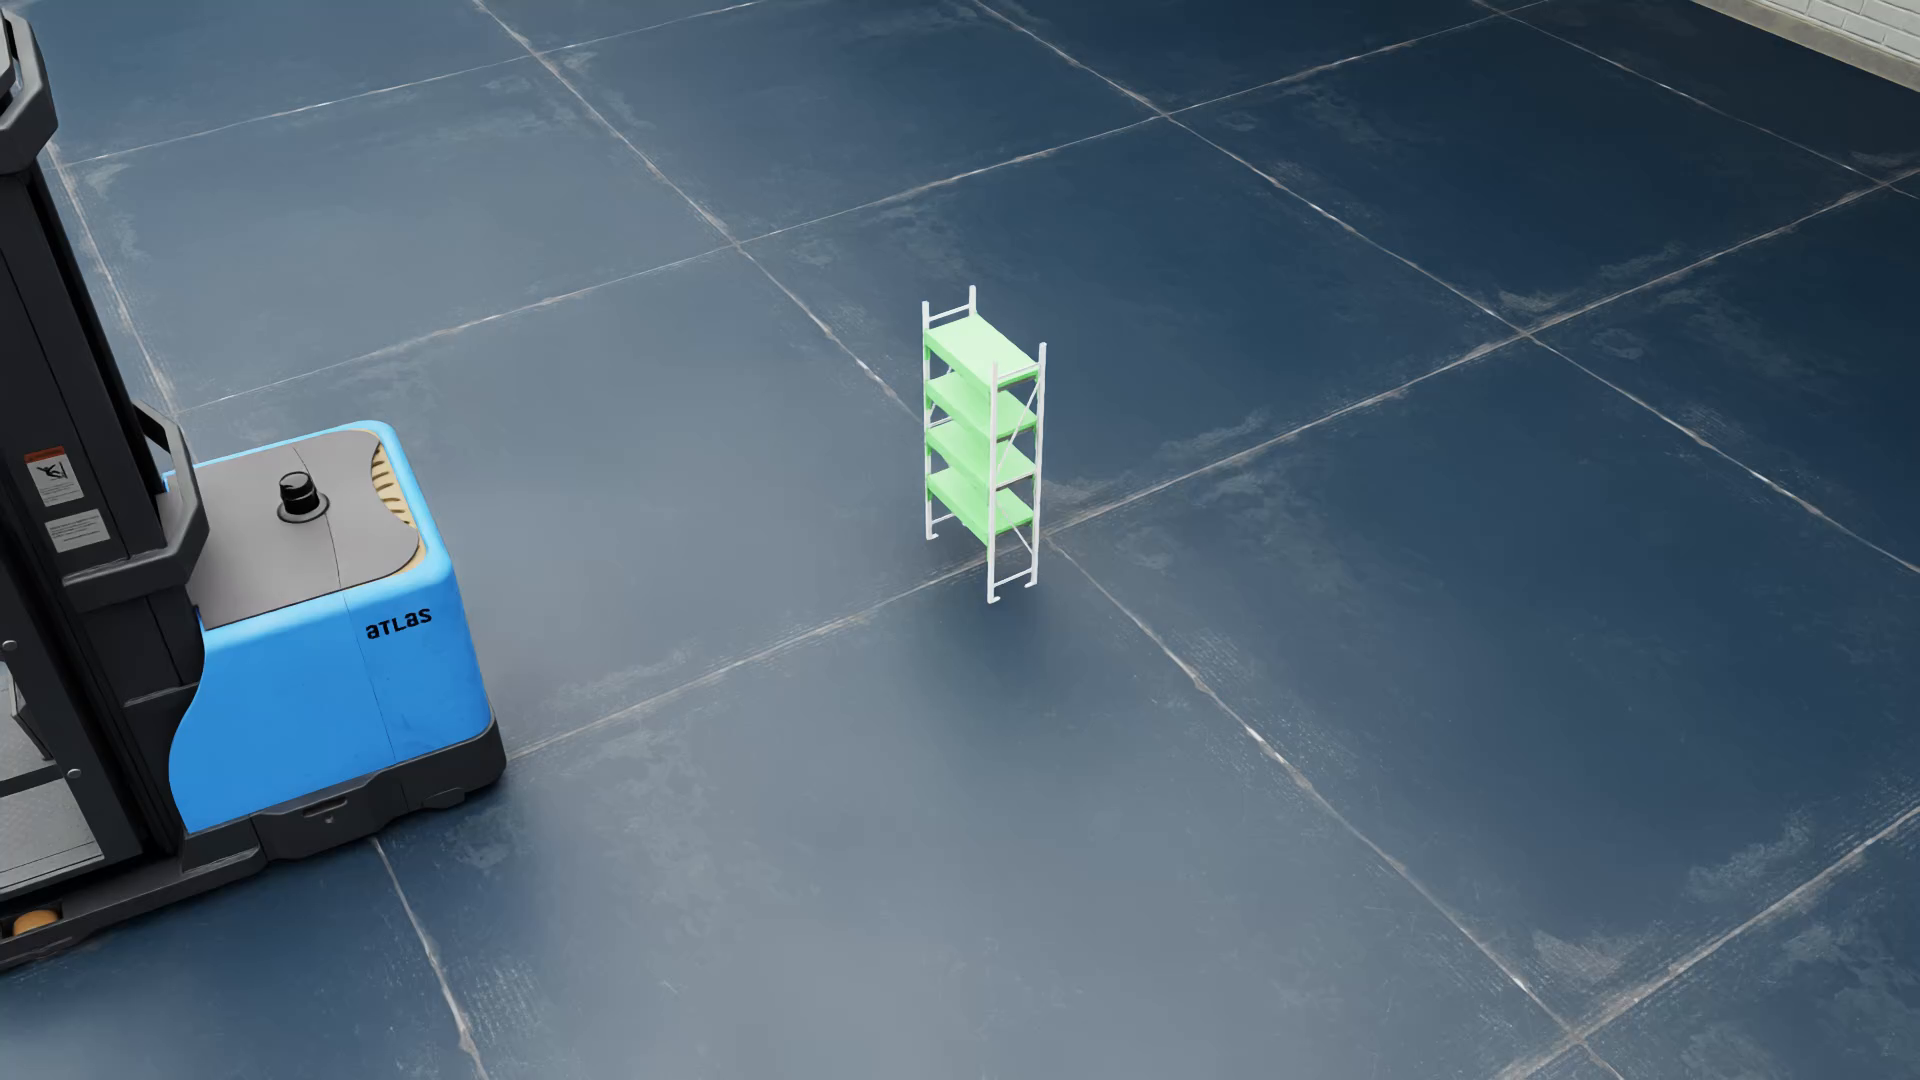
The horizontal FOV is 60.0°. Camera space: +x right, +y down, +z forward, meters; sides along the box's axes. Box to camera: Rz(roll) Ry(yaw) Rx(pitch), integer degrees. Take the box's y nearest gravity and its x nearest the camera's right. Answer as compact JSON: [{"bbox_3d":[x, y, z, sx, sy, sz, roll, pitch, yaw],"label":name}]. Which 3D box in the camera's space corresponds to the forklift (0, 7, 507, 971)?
[{"bbox_3d":[-3.224,-0.058,5.029,3.031,2.935,1.130,-18,43,-21],"label":"forklift"}]

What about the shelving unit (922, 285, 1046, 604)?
[{"bbox_3d":[0.089,-0.372,6.759,0.258,1.200,0.503,-22,45,-24],"label":"shelving unit"}]

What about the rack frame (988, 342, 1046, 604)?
[{"bbox_3d":[0.220,-0.240,6.601,0.240,1.200,0.015,-22,45,-24],"label":"rack frame"}]

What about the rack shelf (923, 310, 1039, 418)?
[{"bbox_3d":[0.089,-0.691,6.492,0.258,0.148,0.480,-22,45,-24],"label":"rack shelf"}]

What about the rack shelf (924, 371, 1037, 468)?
[{"bbox_3d":[0.089,-0.507,6.646,0.258,0.148,0.480,-22,45,-24],"label":"rack shelf"}]

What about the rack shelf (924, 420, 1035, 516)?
[{"bbox_3d":[0.089,-0.323,6.800,0.258,0.148,0.480,-22,45,-24],"label":"rack shelf"}]

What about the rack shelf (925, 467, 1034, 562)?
[{"bbox_3d":[0.089,-0.138,6.953,0.258,0.148,0.480,-22,45,-24],"label":"rack shelf"}]

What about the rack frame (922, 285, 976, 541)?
[{"bbox_3d":[-0.042,-0.503,6.917,0.240,1.200,0.015,-22,45,-24],"label":"rack frame"}]
